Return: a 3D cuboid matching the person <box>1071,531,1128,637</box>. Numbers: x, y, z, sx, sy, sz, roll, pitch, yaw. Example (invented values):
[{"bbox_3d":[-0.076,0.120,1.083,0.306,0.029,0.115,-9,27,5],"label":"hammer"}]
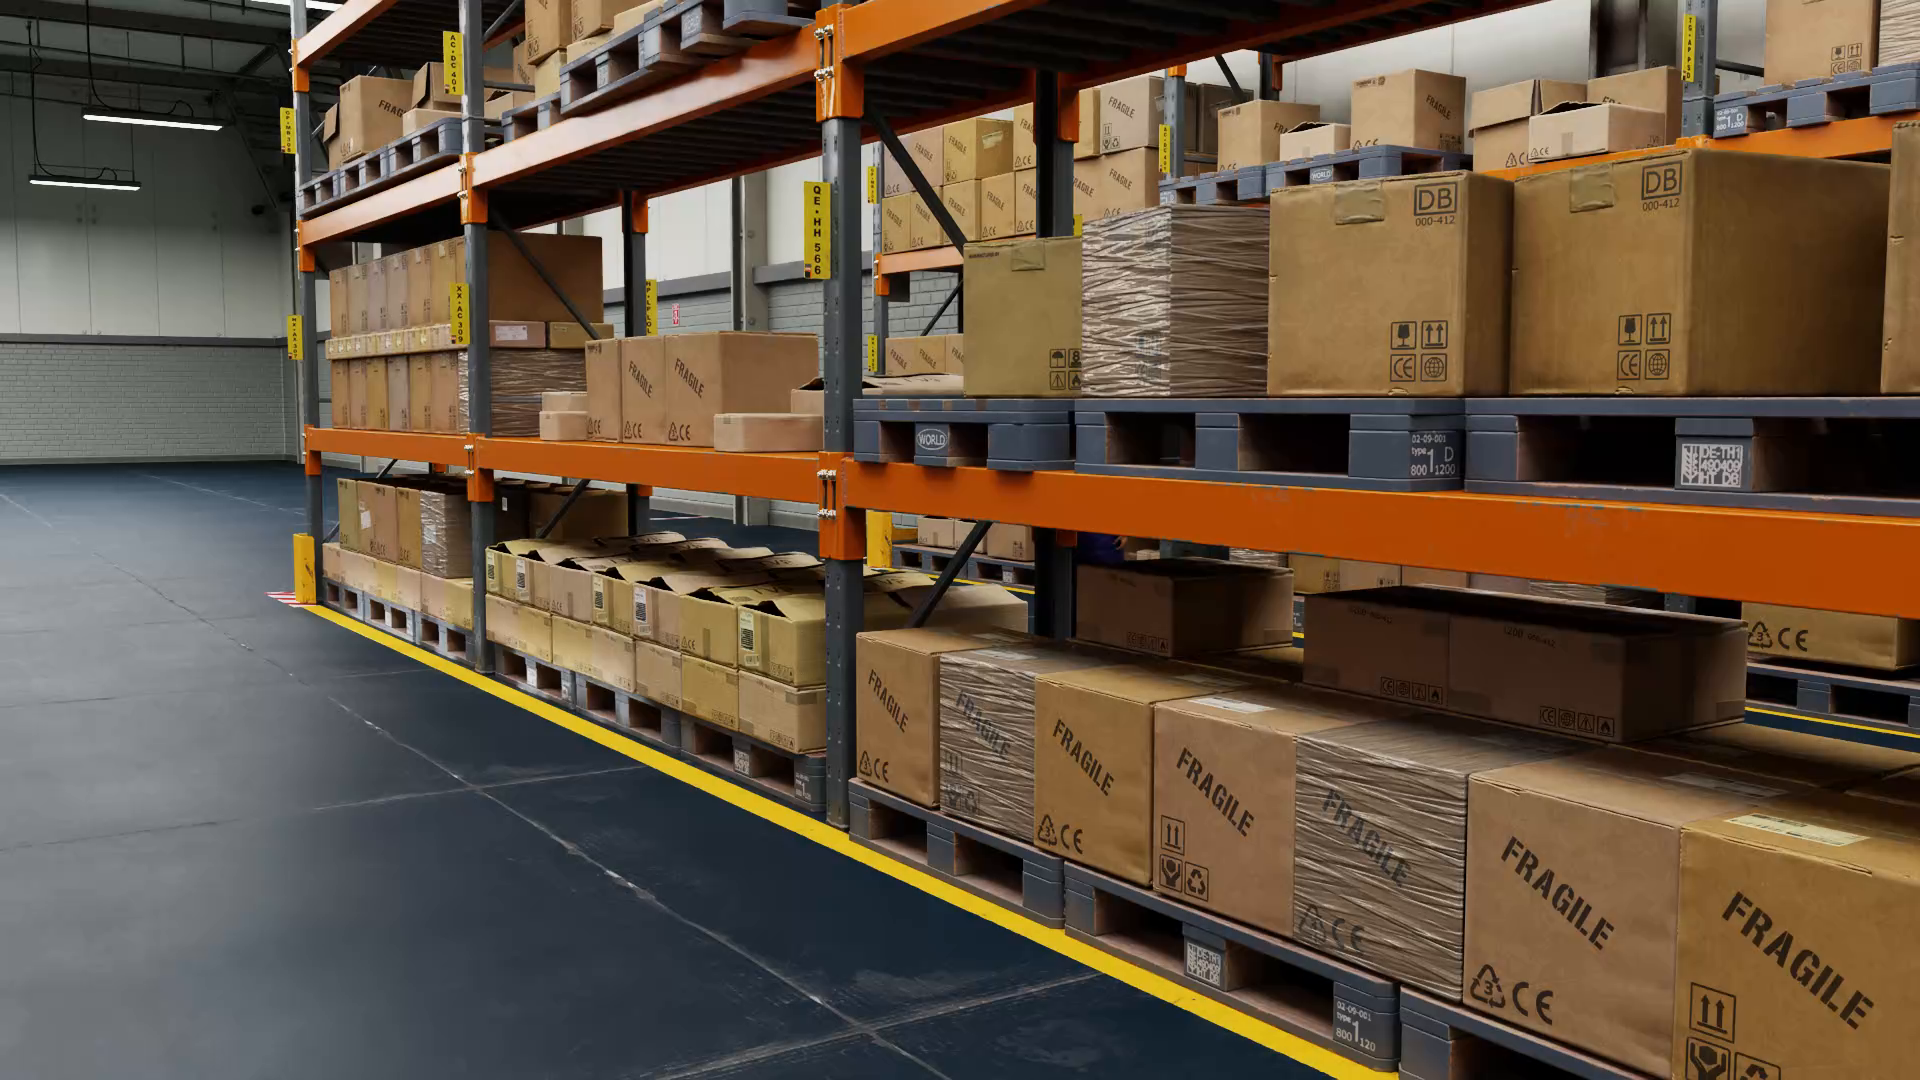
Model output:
[{"bbox_3d":[0.702,-0.066,9.013,0.371,1.636,0.562,-4,6,-37],"label":"person"}]
